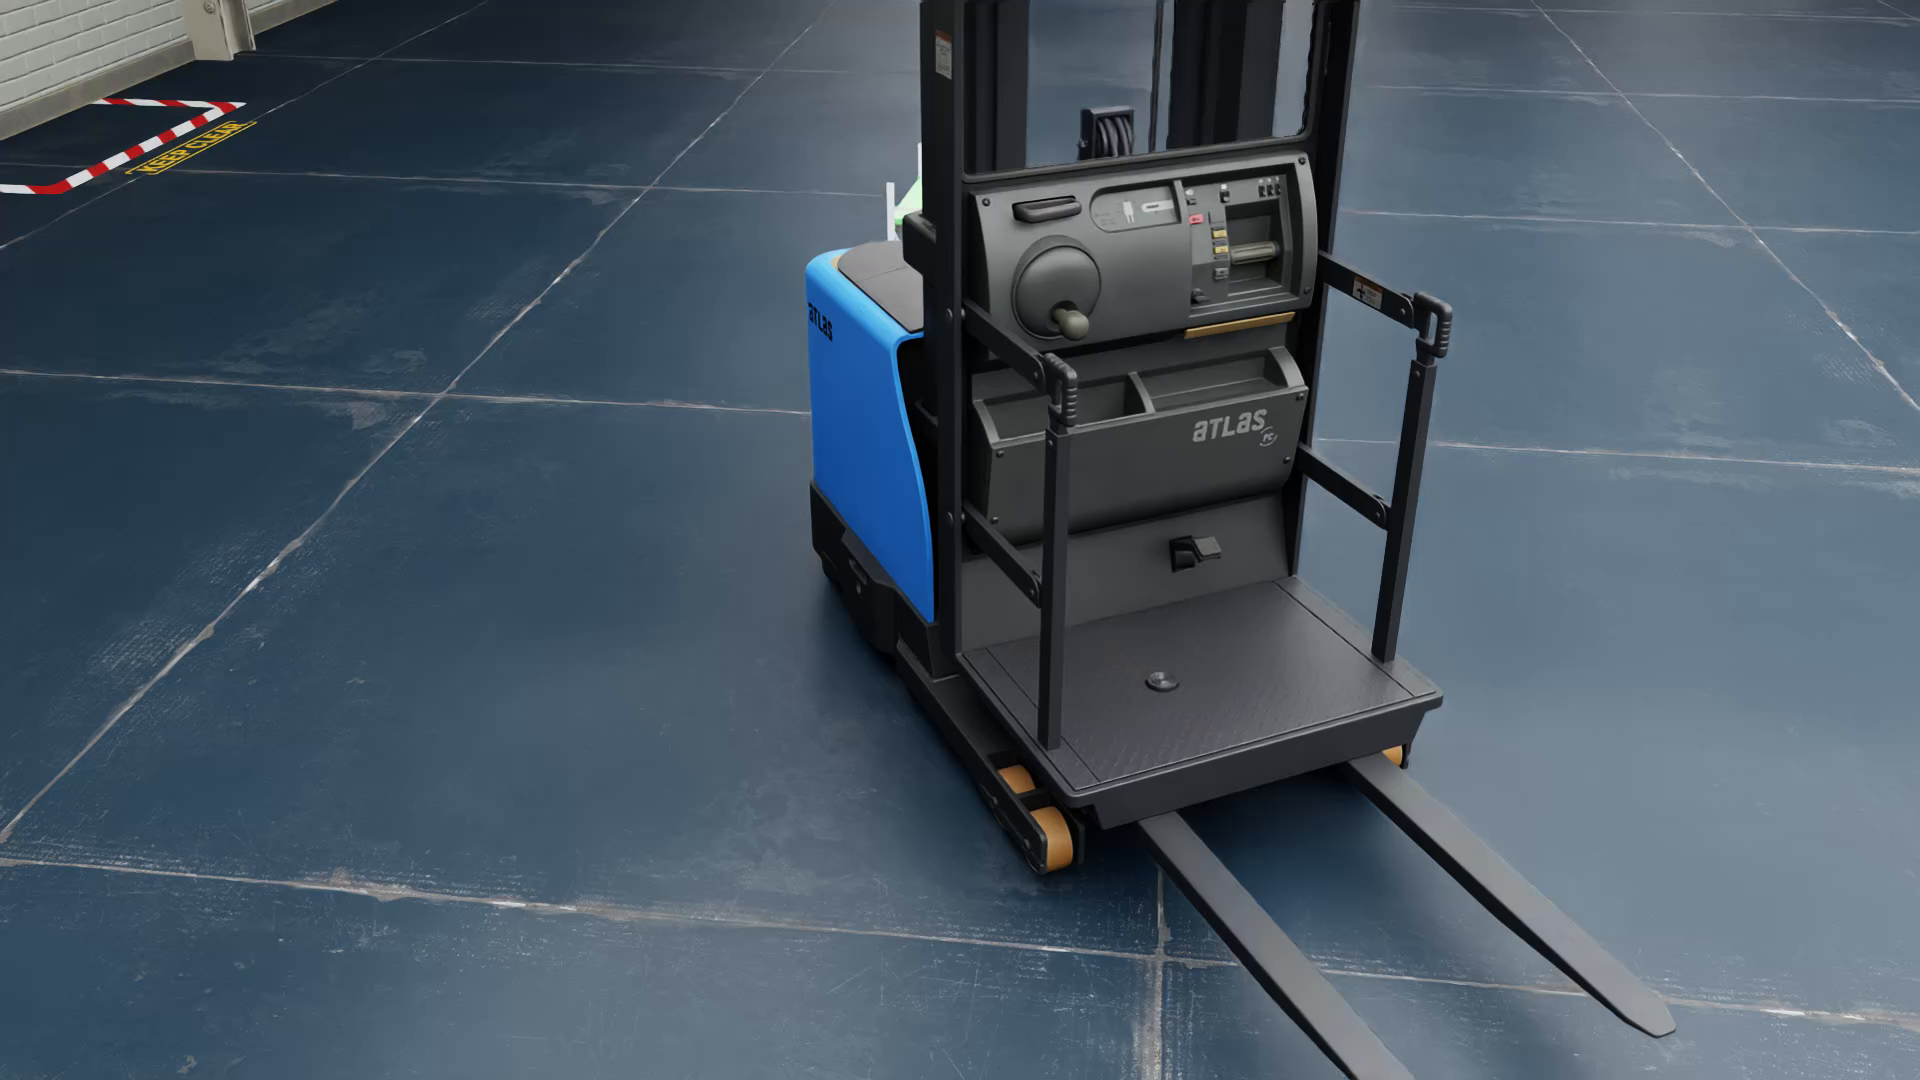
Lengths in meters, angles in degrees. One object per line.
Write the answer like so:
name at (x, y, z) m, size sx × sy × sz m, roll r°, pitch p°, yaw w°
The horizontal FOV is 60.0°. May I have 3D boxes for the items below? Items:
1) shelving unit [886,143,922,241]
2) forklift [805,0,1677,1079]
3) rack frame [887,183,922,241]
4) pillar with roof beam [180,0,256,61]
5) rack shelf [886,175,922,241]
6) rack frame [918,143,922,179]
shelving unit at (-0.071, -0.724, 5.828) m, size 0.258 × 1.200 × 0.503 m, roll 5°, pitch 29°, yaw 9°
forklift at (0.562, -0.684, 3.929) m, size 1.130 × 2.935 × 3.031 m, roll -12°, pitch 30°, yaw -21°
rack frame at (-0.116, -0.610, 5.617) m, size 0.240 × 1.200 × 0.015 m, roll 5°, pitch 29°, yaw 9°
pillar with roof beam at (-1.284, -7.380, 9.961) m, size 9.100 × 9.000 × 0.400 m, roll 3°, pitch 28°, yaw 6°
rack shelf at (-0.071, -1.090, 5.631) m, size 0.258 × 0.148 × 0.480 m, roll 5°, pitch 29°, yaw 9°
rack frame at (-0.026, -0.837, 6.039) m, size 0.240 × 1.200 × 0.015 m, roll 5°, pitch 29°, yaw 9°
